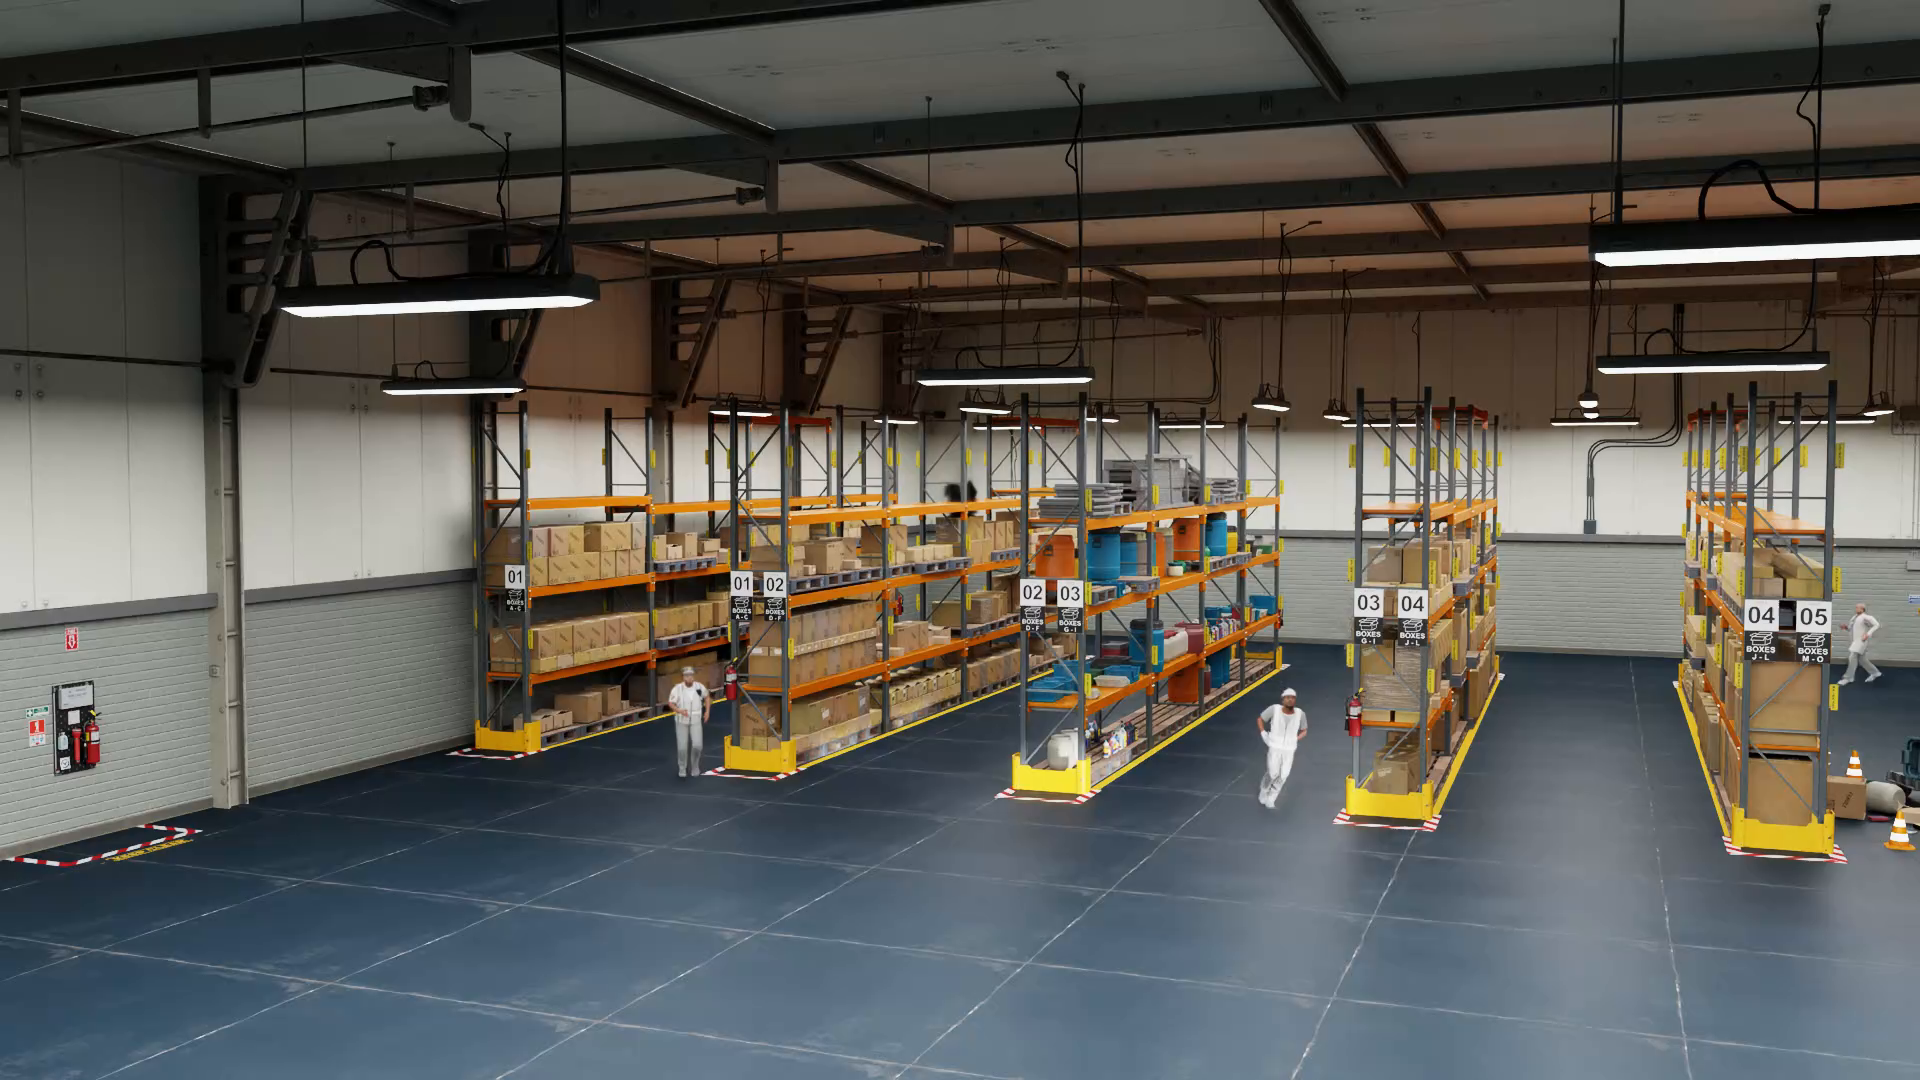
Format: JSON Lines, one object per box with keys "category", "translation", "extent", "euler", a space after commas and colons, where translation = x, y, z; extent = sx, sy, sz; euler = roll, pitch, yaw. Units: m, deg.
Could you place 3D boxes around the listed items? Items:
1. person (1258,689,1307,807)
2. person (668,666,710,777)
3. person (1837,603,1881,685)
{"category": "person", "translation": [4.624, 2.978, 23.754], "extent": [0.679, 1.724, 0.545], "euler": [0, 3, -1]}
{"category": "person", "translation": [-4.230, 2.861, 26.126], "extent": [0.688, 1.780, 0.678], "euler": [-1, 3, -17]}
{"category": "person", "translation": [19.919, 2.300, 36.817], "extent": [0.992, 1.807, 0.703], "euler": [0, 3, 5]}
